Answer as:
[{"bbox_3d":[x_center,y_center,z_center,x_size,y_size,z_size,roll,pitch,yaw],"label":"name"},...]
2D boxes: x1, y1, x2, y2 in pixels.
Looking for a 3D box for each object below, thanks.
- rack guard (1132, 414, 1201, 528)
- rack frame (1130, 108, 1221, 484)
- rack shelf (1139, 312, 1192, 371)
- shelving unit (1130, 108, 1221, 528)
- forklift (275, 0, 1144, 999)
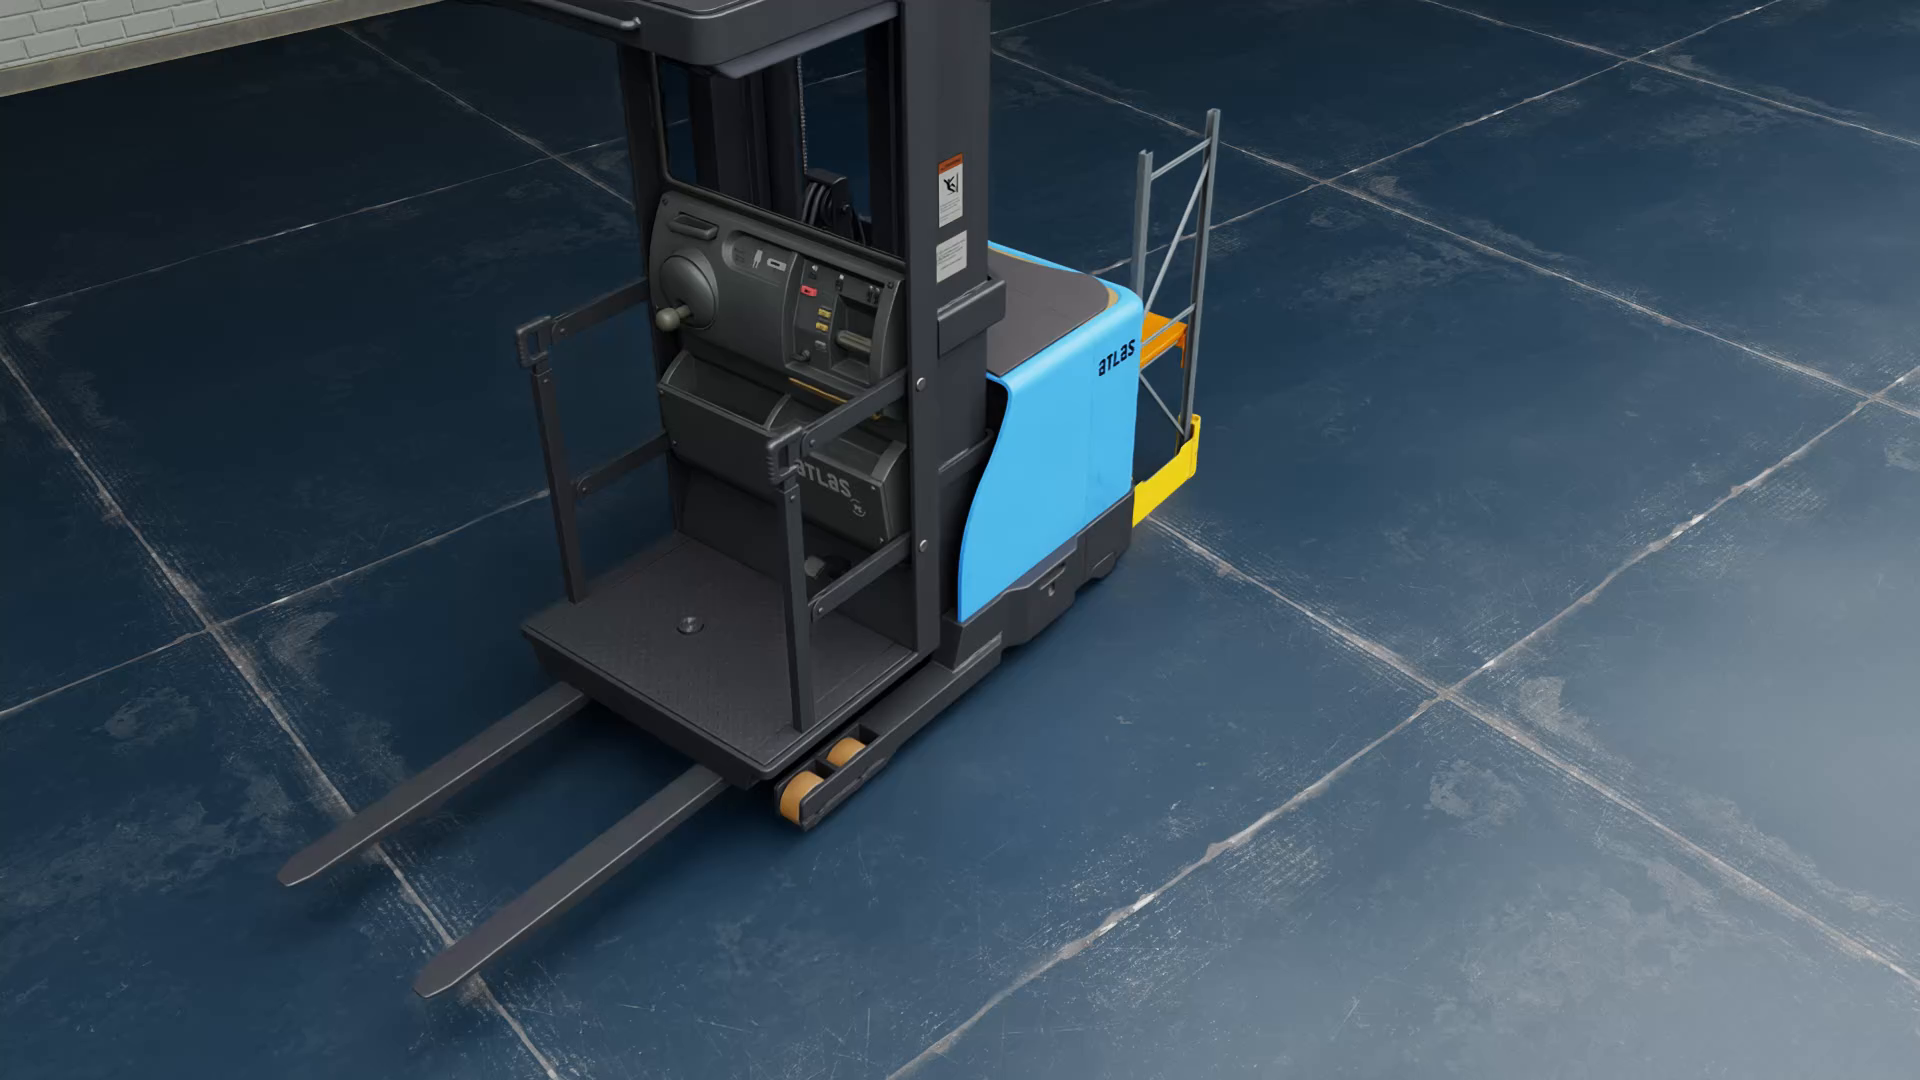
[{"bbox_3d":[0.742,-0.255,6.394,0.087,0.250,0.587,23,41,29],"label":"rack guard"},{"bbox_3d":[0.743,-0.765,6.032,0.032,1.500,0.500,23,41,29],"label":"rack frame"},{"bbox_3d":[0.333,-0.791,6.381,1.000,0.185,0.538,23,41,29],"label":"rack shelf"},{"bbox_3d":[0.340,-0.935,6.272,1.083,1.500,0.587,23,41,29],"label":"shelving unit"},{"bbox_3d":[-0.678,-0.655,4.638,1.130,2.935,3.031,25,42,30],"label":"forklift"}]
